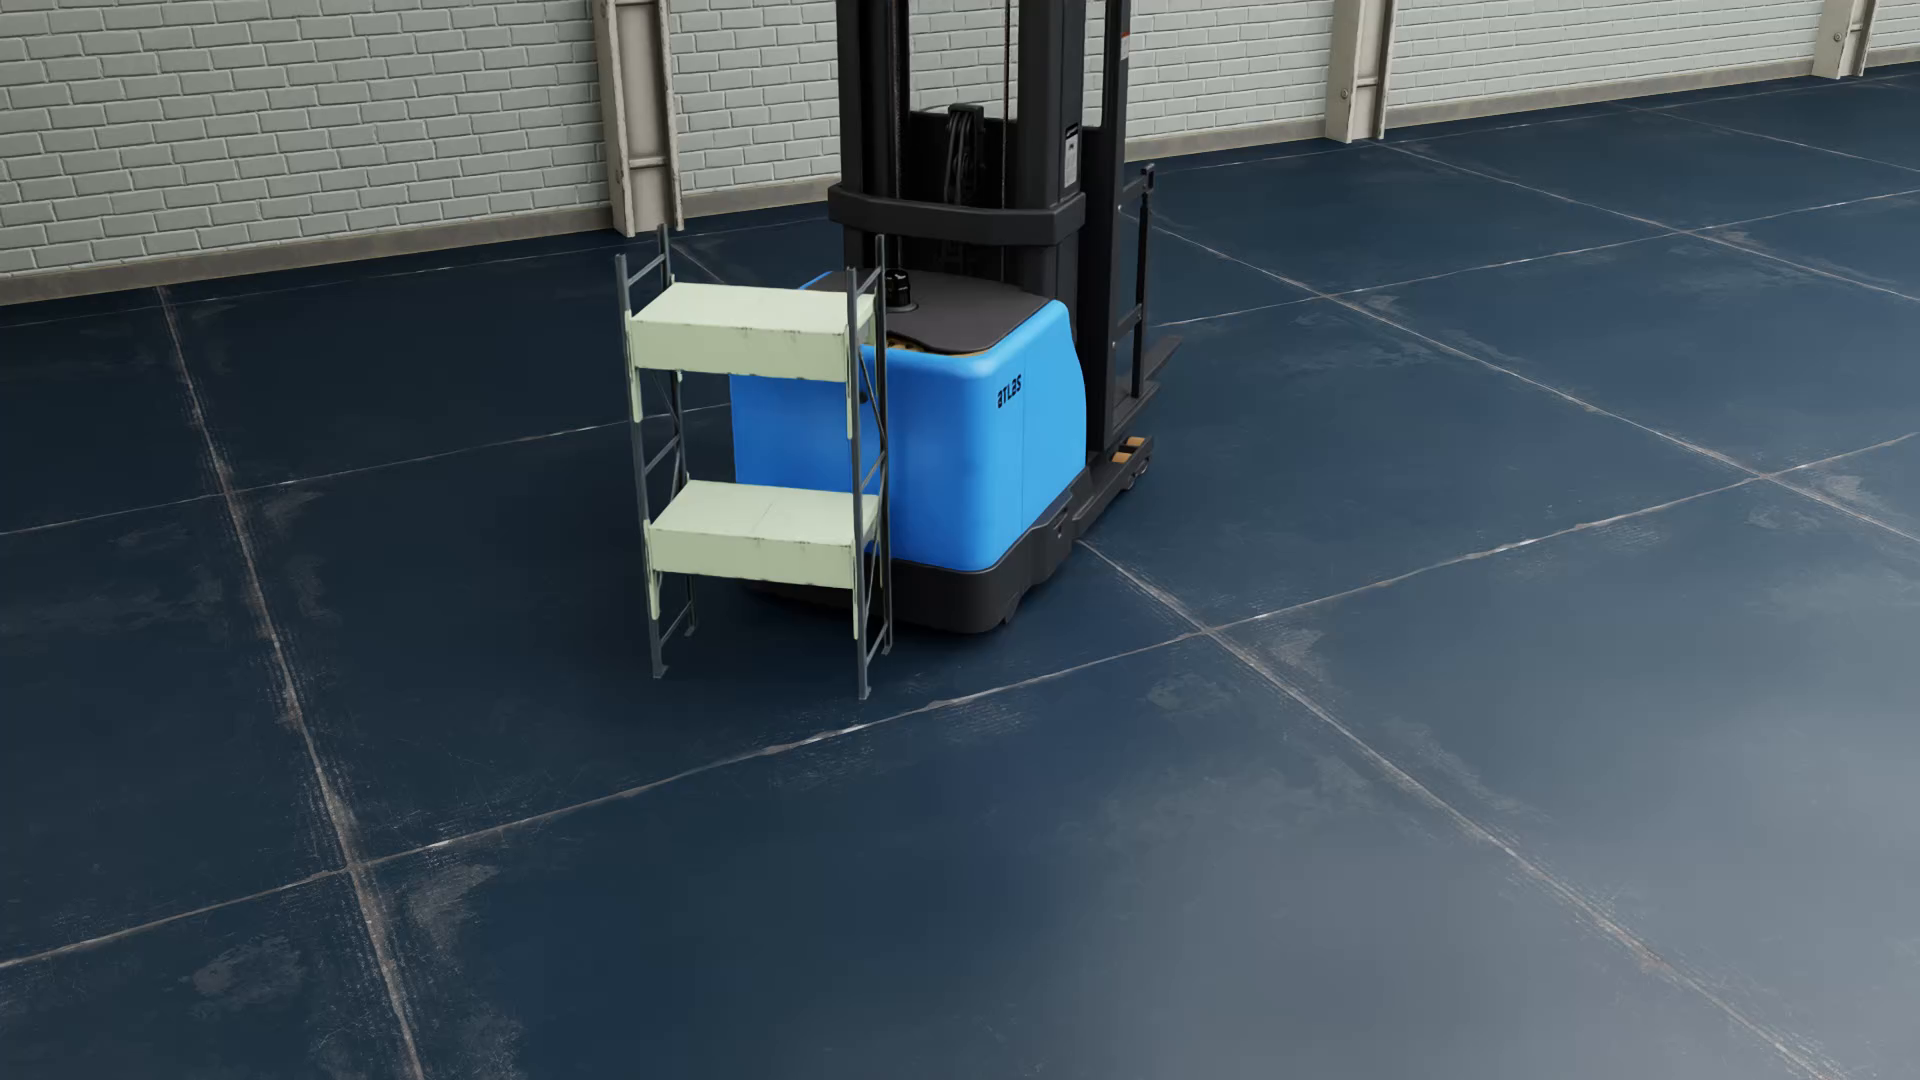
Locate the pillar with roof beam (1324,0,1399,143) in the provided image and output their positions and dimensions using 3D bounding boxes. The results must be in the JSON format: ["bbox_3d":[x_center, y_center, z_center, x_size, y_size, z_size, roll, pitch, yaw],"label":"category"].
[{"bbox_3d":[5.244,-5.713,8.252,0.400,9.000,9.100,-13,29,-25],"label":"pillar with roof beam"}]

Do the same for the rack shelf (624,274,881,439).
[{"bbox_3d":[-0.650,-0.599,5.364,0.720,0.370,0.431,5,26,10],"label":"rack shelf"}]

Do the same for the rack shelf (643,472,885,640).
[{"bbox_3d":[-0.650,0.046,5.674,0.720,0.370,0.431,5,26,10],"label":"rack shelf"}]

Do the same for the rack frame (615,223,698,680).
[{"bbox_3d":[-1.009,-0.278,5.597,0.023,1.500,0.400,5,26,10],"label":"rack frame"}]

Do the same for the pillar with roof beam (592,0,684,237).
[{"bbox_3d":[-0.050,-4.491,5.706,0.400,9.000,9.100,-13,29,-25],"label":"pillar with roof beam"}]

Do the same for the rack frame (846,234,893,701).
[{"bbox_3d":[-0.291,-0.216,5.468,0.023,1.500,0.400,5,26,10],"label":"rack frame"}]

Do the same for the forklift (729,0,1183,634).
[{"bbox_3d":[0.210,-1.601,6.698,1.130,2.935,3.031,11,28,21],"label":"forklift"}]

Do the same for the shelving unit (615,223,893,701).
[{"bbox_3d":[-0.650,-0.247,5.533,0.755,1.500,0.431,5,26,10],"label":"shelving unit"}]

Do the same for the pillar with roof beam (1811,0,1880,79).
[{"bbox_3d":[10.538,-6.935,10.797,0.400,9.000,9.100,-13,29,-25],"label":"pillar with roof beam"}]
